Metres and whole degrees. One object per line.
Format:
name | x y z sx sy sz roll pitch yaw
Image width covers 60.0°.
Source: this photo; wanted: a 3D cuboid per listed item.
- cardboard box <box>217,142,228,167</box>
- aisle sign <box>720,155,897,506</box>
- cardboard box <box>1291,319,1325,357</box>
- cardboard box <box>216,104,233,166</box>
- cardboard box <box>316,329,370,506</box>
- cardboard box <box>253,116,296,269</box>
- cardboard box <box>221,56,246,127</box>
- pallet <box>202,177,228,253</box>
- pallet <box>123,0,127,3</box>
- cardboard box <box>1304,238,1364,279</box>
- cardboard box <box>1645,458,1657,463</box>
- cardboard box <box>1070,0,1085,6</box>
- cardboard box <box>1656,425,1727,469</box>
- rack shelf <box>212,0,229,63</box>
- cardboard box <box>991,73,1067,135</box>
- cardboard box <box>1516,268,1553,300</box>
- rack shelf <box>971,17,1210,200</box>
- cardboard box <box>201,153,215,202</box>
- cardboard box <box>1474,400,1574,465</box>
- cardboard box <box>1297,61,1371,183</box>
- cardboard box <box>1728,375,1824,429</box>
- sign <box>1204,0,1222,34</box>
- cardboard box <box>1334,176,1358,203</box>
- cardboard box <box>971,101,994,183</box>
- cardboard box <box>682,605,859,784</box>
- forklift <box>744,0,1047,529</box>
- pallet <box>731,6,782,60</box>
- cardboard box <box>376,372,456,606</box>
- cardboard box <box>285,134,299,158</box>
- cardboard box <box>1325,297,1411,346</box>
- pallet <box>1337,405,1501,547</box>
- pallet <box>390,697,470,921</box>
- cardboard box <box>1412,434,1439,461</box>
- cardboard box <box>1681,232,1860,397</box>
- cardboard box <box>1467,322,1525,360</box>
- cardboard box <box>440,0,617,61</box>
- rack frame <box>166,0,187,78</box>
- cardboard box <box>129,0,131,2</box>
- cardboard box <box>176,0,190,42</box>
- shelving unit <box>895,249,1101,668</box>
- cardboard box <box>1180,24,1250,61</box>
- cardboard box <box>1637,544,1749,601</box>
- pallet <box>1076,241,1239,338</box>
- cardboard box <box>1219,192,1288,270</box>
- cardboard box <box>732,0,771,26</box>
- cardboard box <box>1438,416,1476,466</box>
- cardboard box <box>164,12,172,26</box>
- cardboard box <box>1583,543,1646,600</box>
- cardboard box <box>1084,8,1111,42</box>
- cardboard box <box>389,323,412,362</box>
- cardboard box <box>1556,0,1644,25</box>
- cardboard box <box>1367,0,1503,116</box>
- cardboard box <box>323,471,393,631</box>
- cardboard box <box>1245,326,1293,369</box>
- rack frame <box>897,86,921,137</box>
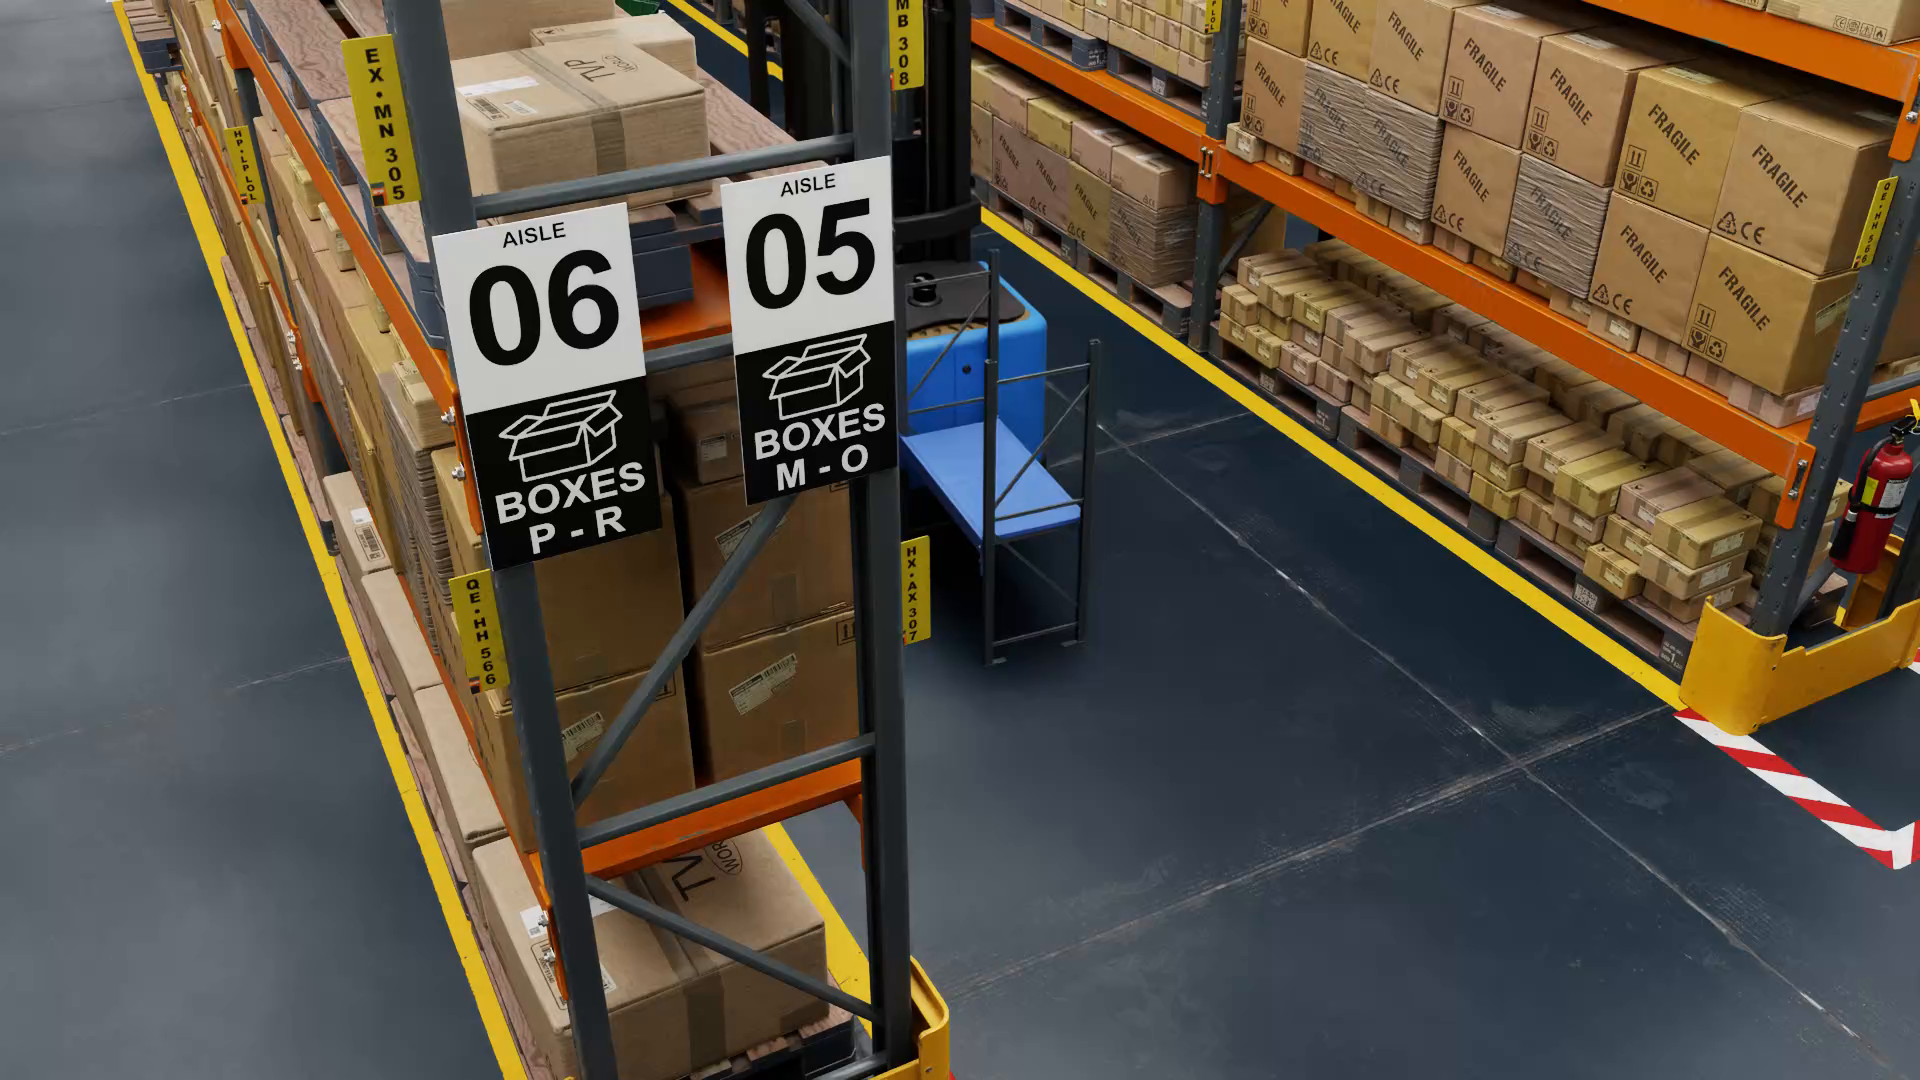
cardboard box | -3.848 -2.294 9.189 0.500 0.250 0.500 -15 35 -22
aisle sign | -0.328 -0.462 3.780 0.394 0.787 0.004 -16 36 -23
cardboard box | 2.077 -1.173 9.279 0.380 0.149 0.250 -16 36 -23
cardboard box | -3.390 -2.016 8.292 0.500 0.250 0.500 -15 36 -22
cardboard box | -2.039 -0.509 6.172 0.500 0.500 0.500 -16 36 -23
cardboard box | -2.476 -1.412 6.654 0.500 0.500 0.500 -16 36 -23
cardboard box | -2.914 -1.850 7.338 0.500 0.500 0.500 -15 35 -22
pallet | -4.711 -2.345 11.715 1.003 0.211 1.213 -16 36 -23
pallet | -7.695 -5.357 16.416 1.003 0.211 1.213 -16 36 -23
cardboard box | 2.245 -1.653 9.752 0.380 0.149 0.250 -15 36 -22
cardboard box | 3.403 -0.427 8.114 0.380 0.149 0.250 -15 35 -22
cardboard box | 0.870 -3.495 10.493 0.380 0.149 0.250 -16 36 -23
cardboard box | 3.531 -0.438 7.855 0.380 0.149 0.250 -16 36 -23
rack shelf | -3.416 -3.152 8.275 1.077 0.370 4.000 -16 36 -23
cardboard box | 0.547 -3.008 11.398 0.500 0.250 0.500 -16 36 -23
cardboard box | 2.789 -1.237 7.634 0.380 0.149 0.250 -17 37 -25
rack shelf | 0.916 -3.182 11.103 1.077 0.370 4.000 -16 36 -23
cardboard box | -4.603 -2.489 11.401 0.950 0.372 0.625 -18 37 -26
cardboard box | 2.704 -0.517 7.979 0.380 0.149 0.250 -15 35 -21
cardboard box | 2.094 -2.164 8.478 0.500 0.500 0.500 -16 36 -23
cardboard box | 3.312 -0.600 6.639 0.380 0.149 0.250 -16 36 -23
sign | 1.359 -2.877 8.886 0.100 0.325 0.005 -16 36 -23
cardboard box | 2.170 -1.858 8.602 0.380 0.149 0.250 -18 37 -25
cardboard box | 0.325 -2.923 11.960 0.500 0.500 0.500 -15 36 -23
cardboard box | -0.588 0.328 4.864 0.500 0.500 0.500 -16 36 -23
forklift | -0.598 -2.014 8.677 1.130 2.935 3.031 -13 35 -19
pallet | -1.455 -4.825 15.585 1.003 0.211 1.213 -16 36 -23
cardboard box | -1.323 -0.204 4.768 0.500 0.500 0.500 -16 36 -23
cardboard box | -2.214 -1.394 6.024 0.380 0.149 0.250 -16 36 -23
cardboard box | 2.205 -1.168 8.994 0.380 0.149 0.250 -17 36 -24
pallet | 2.766 -0.462 8.775 1.003 0.211 1.213 -16 36 -23
pallet | -1.625 0.902 6.646 1.003 0.211 1.213 -16 36 -23
cardboard box | 2.565 -0.537 8.562 0.380 0.149 0.250 -15 36 -22
cardboard box | 3.276 -0.939 6.566 0.500 0.500 0.500 -15 36 -22
cardboard box | 2.918 -1.049 8.809 0.380 0.149 0.250 -17 36 -25
cardboard box | -1.272 -1.500 4.630 0.500 0.311 0.500 -15 36 -22
rack frame | -4.348 -3.146 10.380 1.000 3.000 0.127 -16 36 -23
cardboard box | -7.450 -5.026 15.474 0.500 0.250 0.500 -13 35 -20
cardboard box | -4.095 -3.078 9.254 0.500 0.500 0.500 -16 36 -23
shelving unit | 0.138 -0.377 7.448 0.538 1.500 1.048 -13 35 -19
cardboard box | 1.488 -2.867 9.512 0.380 0.149 0.250 -15 35 -22
cardboard box | 3.215 0.097 7.296 0.380 0.149 0.250 -17 36 -24
pallet | 1.484 -1.728 10.751 1.003 0.211 1.213 -16 36 -23
cardboard box | 1.739 -2.074 10.635 0.500 0.500 0.500 -14 35 -21
cardboard box | -1.512 -5.304 15.445 1.050 0.750 0.750 -16 36 -23
cardboard box | 2.615 -0.522 8.262 0.380 0.149 0.250 -14 35 -21
cardboard box | -4.898 -3.424 10.658 0.380 0.149 0.250 -15 36 -22
cardboard box | 3.074 0.106 7.558 0.380 0.149 0.250 -15 35 -22
cardboard box | 1.001 -3.236 10.363 0.380 0.149 0.250 -17 37 -25
cardboard box | -1.378 -0.533 4.681 0.380 0.149 0.250 -15 36 -22
cardboard box | 3.035 -2.226 7.649 0.500 0.500 0.500 -17 36 -25
cardboard box | 2.306 -2.351 7.843 0.500 0.500 0.500 -15 36 -22
cardboard box | -2.286 -0.009 7.469 0.875 0.438 0.875 -16 36 -24
cardboard box | 1.858 -1.125 9.479 0.380 0.149 0.250 -15 35 -22
rack frame | -0.016 -4.439 12.399 1.000 3.000 0.127 -16 36 -23
